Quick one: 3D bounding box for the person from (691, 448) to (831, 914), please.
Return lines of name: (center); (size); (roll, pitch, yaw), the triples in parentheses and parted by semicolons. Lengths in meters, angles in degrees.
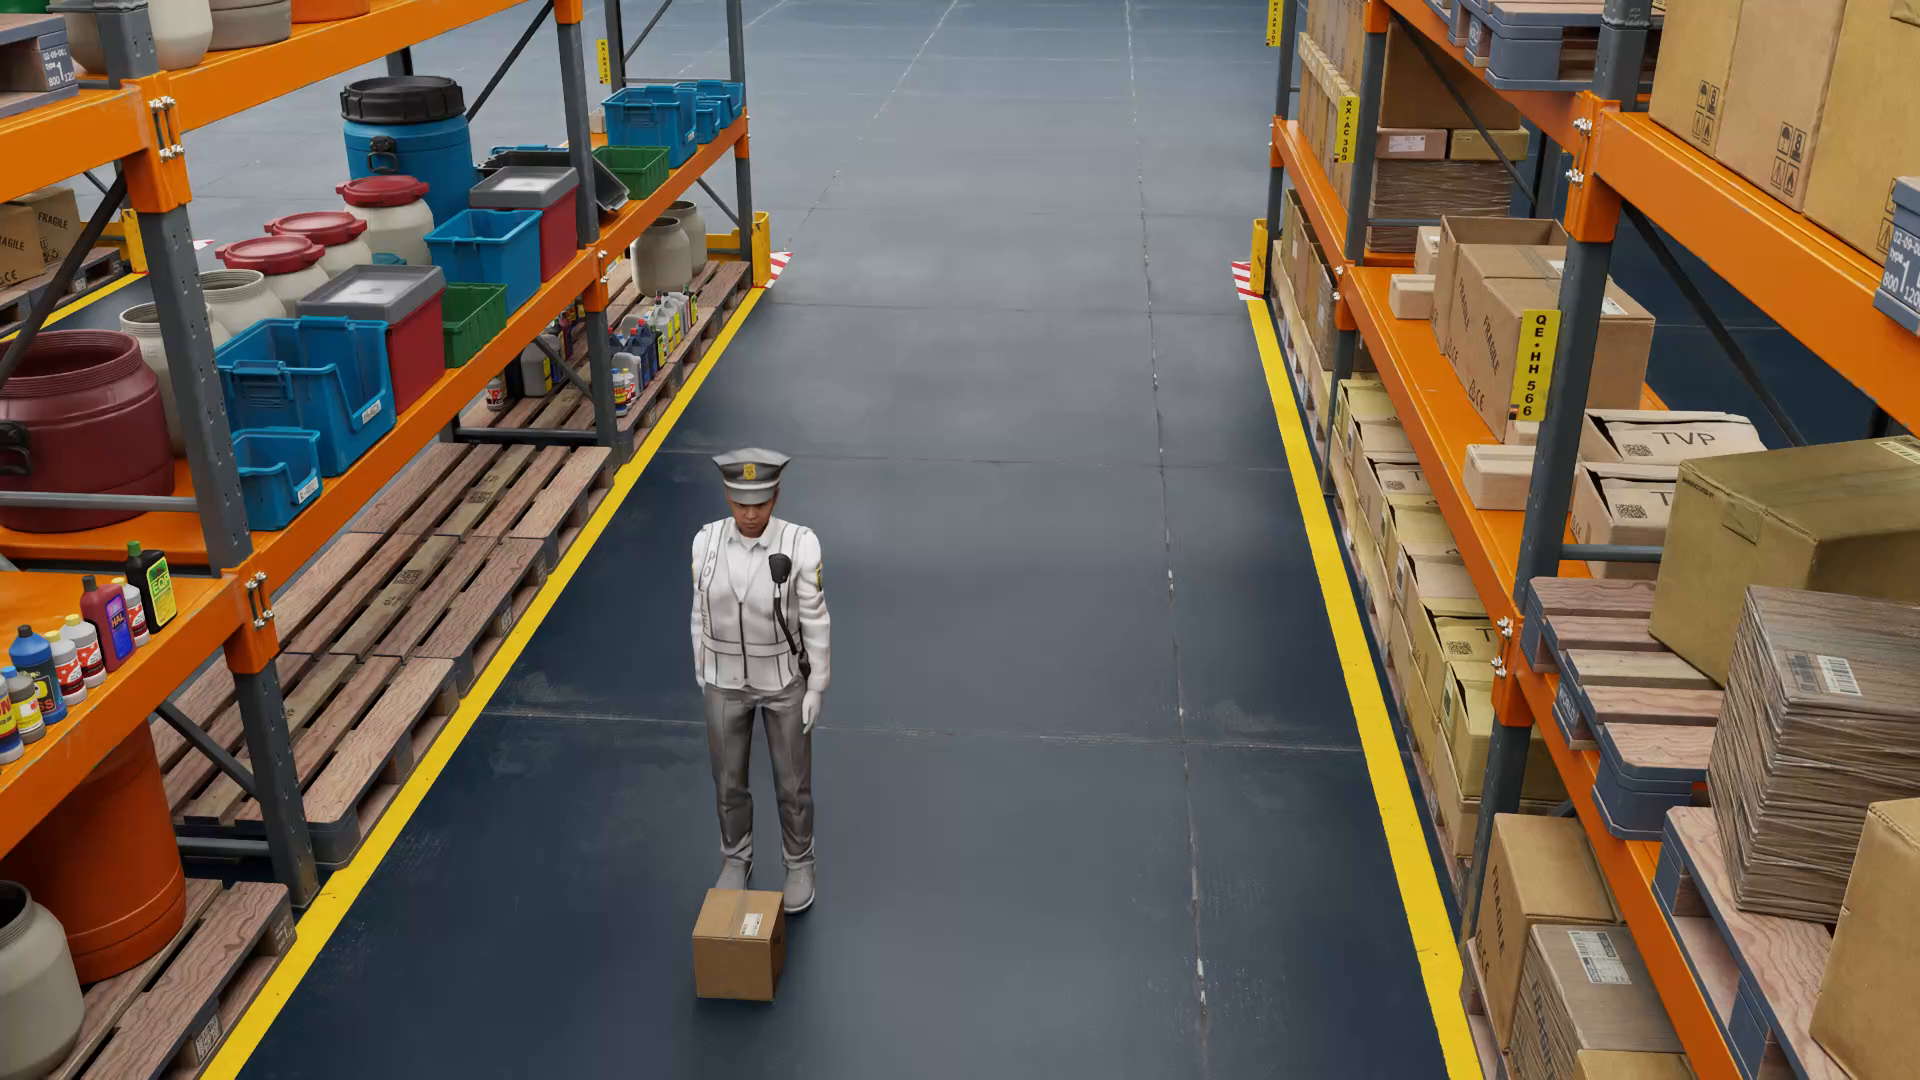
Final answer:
person: (-0.663, 0.485, 5.543); (0.466, 1.672, 0.331); (2, 25, 5)
